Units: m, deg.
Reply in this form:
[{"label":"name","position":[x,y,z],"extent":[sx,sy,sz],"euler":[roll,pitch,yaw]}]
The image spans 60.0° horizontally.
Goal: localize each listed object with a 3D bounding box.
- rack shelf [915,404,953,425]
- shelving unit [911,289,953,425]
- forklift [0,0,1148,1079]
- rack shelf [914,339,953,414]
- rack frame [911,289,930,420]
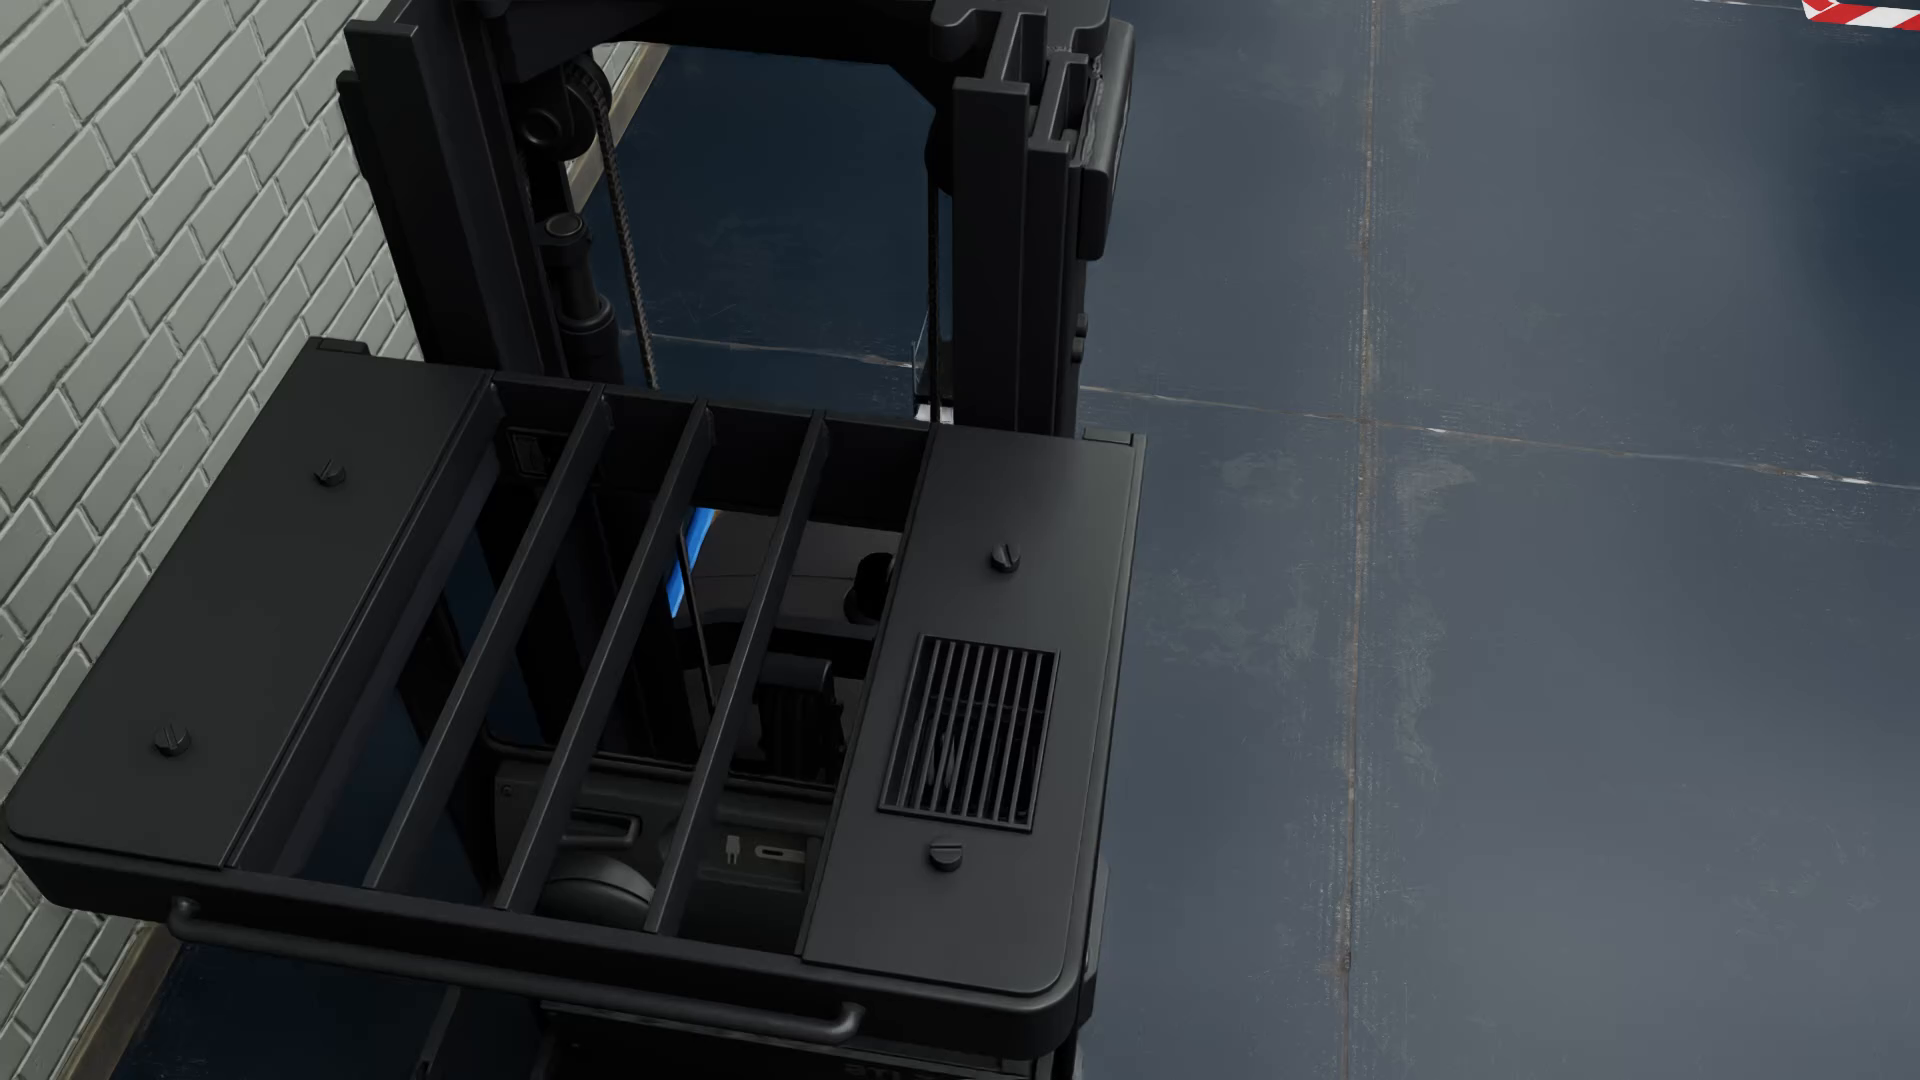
[{"label":"rack shelf","position":[-0.008,-0.400,4.807],"extent":[0.200,0.077,0.258],"euler":[8,49,7]},{"label":"shelving unit","position":[-0.008,-0.302,4.916],"extent":[0.210,0.900,0.258],"euler":[8,49,7]},{"label":"forklift","position":[-0.356,0.715,2.637],"extent":[1.130,2.935,3.031],"euler":[7,48,6]},{"label":"rack shelf","position":[-0.008,-0.460,4.740],"extent":[0.200,0.077,0.258],"euler":[8,49,7]},{"label":"rack frame","position":[-0.108,-0.315,4.928],"extent":[0.006,0.900,0.240],"euler":[8,49,7]}]
